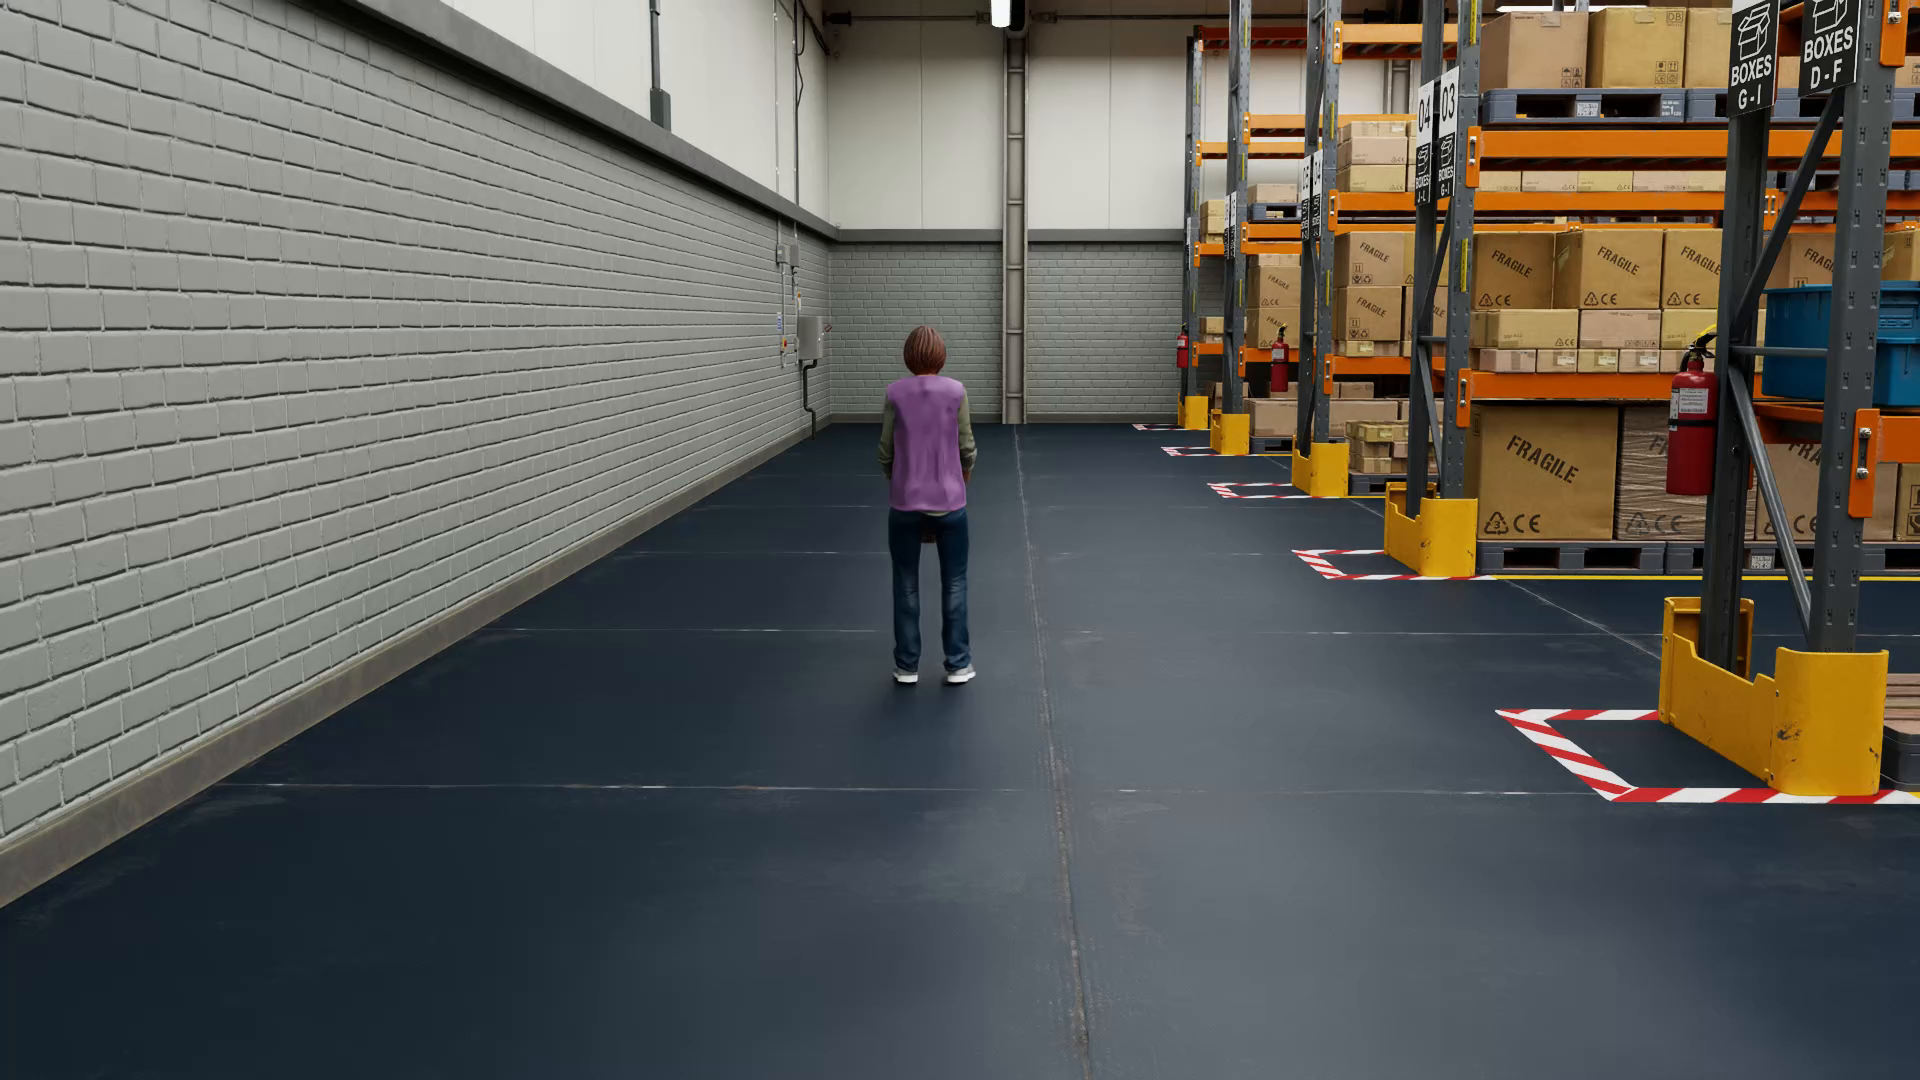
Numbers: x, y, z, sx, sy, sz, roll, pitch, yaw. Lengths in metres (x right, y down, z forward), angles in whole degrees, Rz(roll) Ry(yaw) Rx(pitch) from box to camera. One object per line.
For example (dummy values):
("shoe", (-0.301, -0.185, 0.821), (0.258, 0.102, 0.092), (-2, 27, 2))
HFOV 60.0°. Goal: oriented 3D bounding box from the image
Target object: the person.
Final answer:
("person", (-0.146, -0.045, 7.468), (0.444, 1.385, 0.338), (0, 7, 0))
